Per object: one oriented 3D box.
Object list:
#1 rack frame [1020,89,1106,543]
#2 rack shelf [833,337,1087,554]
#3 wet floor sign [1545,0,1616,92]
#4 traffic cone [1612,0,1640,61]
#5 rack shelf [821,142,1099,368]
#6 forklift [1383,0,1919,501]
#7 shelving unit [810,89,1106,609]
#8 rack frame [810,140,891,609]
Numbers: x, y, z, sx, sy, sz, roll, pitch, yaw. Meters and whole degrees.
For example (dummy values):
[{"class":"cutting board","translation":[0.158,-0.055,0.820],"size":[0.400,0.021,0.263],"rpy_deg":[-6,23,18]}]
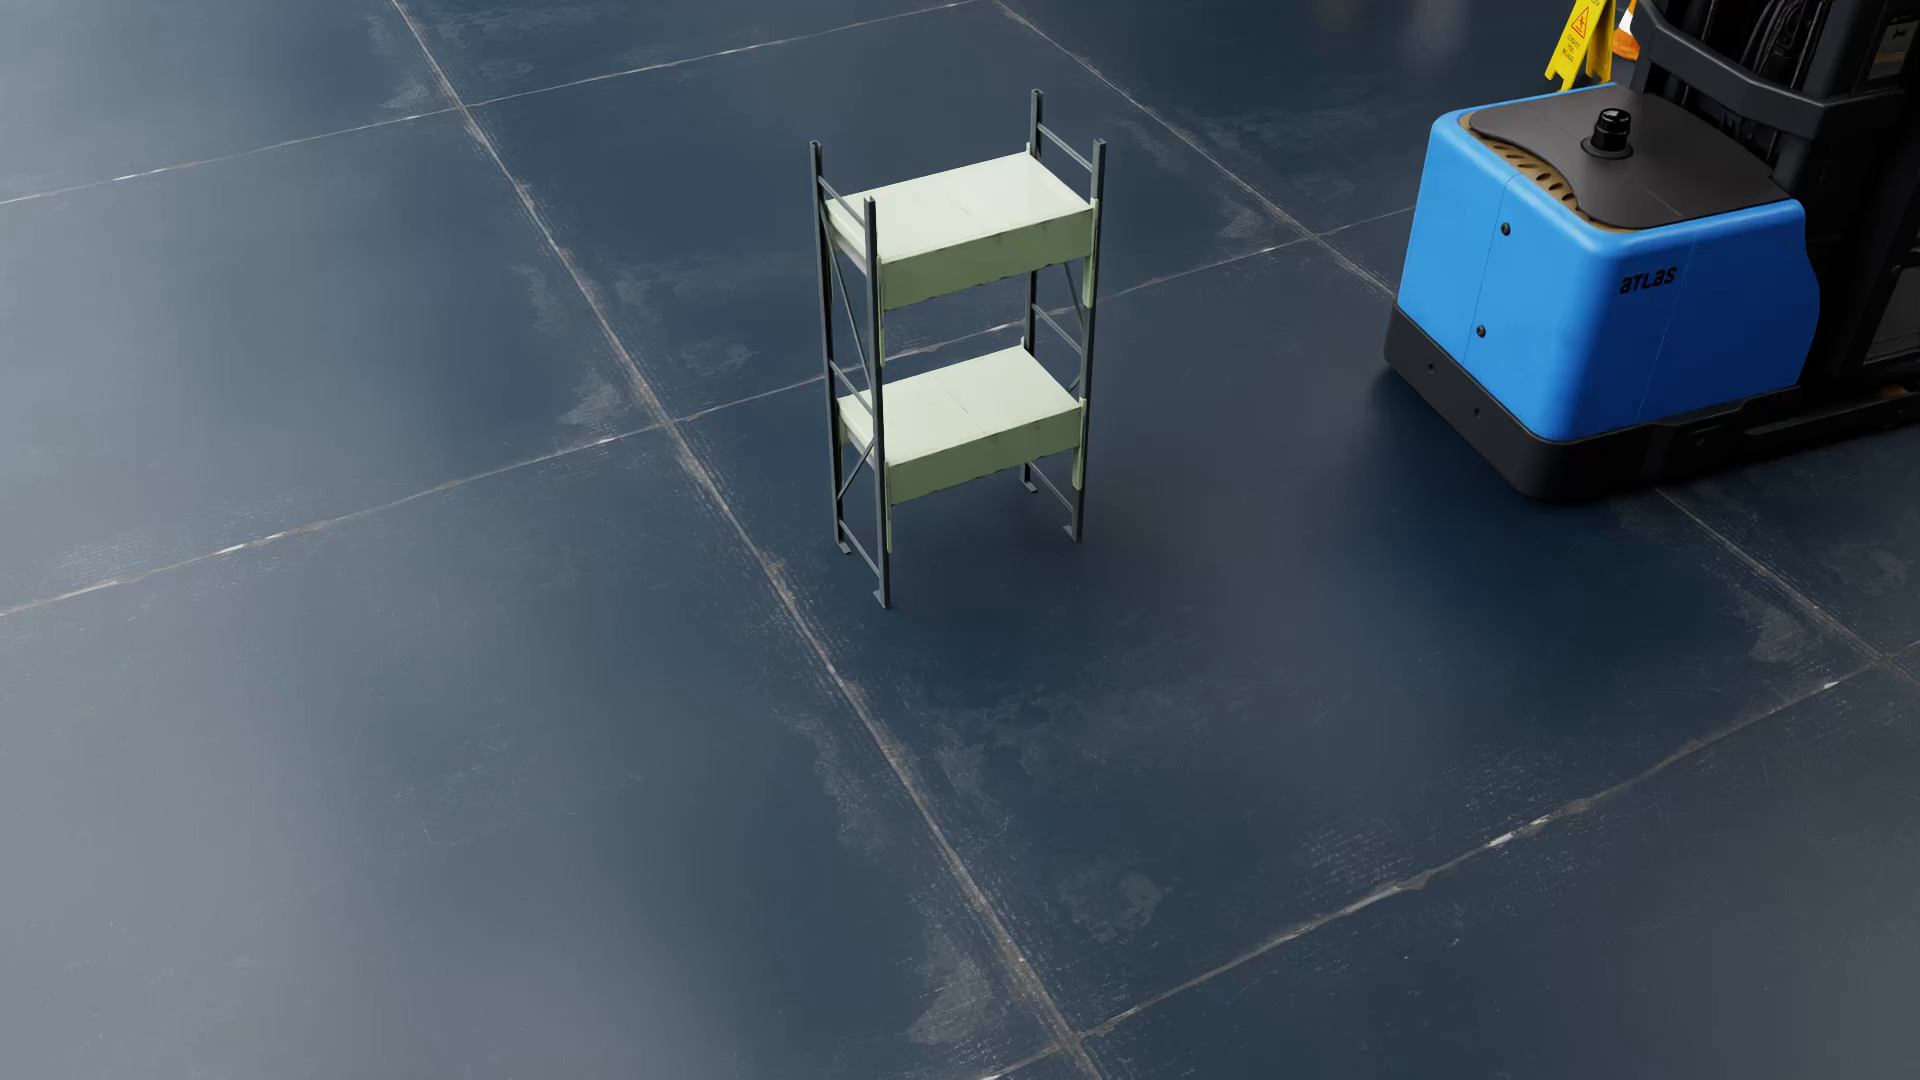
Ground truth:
[{"class":"rack frame","translation":[0.319,-0.680,5.392],"size":[0.023,1.500,0.400],"rpy_deg":[-19,44,-21]},{"class":"rack shelf","translation":[-0.006,-0.322,5.474],"size":[0.720,0.370,0.431],"rpy_deg":[-19,44,-21]},{"class":"wet floor sign","translation":[3.150,-2.572,8.288],"size":[0.232,0.644,0.267],"rpy_deg":[-5,40,-6]},{"class":"traffic cone","translation":[3.598,-2.813,8.715],"size":[0.334,0.463,0.336],"rpy_deg":[-19,44,-21]},{"class":"rack shelf","translation":[-0.006,-0.868,5.011],"size":[0.720,0.370,0.431],"rpy_deg":[-19,44,-21]},{"class":"forklift","translation":[3.224,-1.845,5.660],"size":[3.031,2.935,1.130],"rpy_deg":[-13,42,-15]},{"class":"shelving unit","translation":[-0.006,-0.570,5.263],"size":[0.755,1.500,0.431],"rpy_deg":[-19,44,-21]},{"class":"rack frame","translation":[-0.331,-0.461,5.134],"size":[0.023,1.500,0.400],"rpy_deg":[-19,44,-21]}]
